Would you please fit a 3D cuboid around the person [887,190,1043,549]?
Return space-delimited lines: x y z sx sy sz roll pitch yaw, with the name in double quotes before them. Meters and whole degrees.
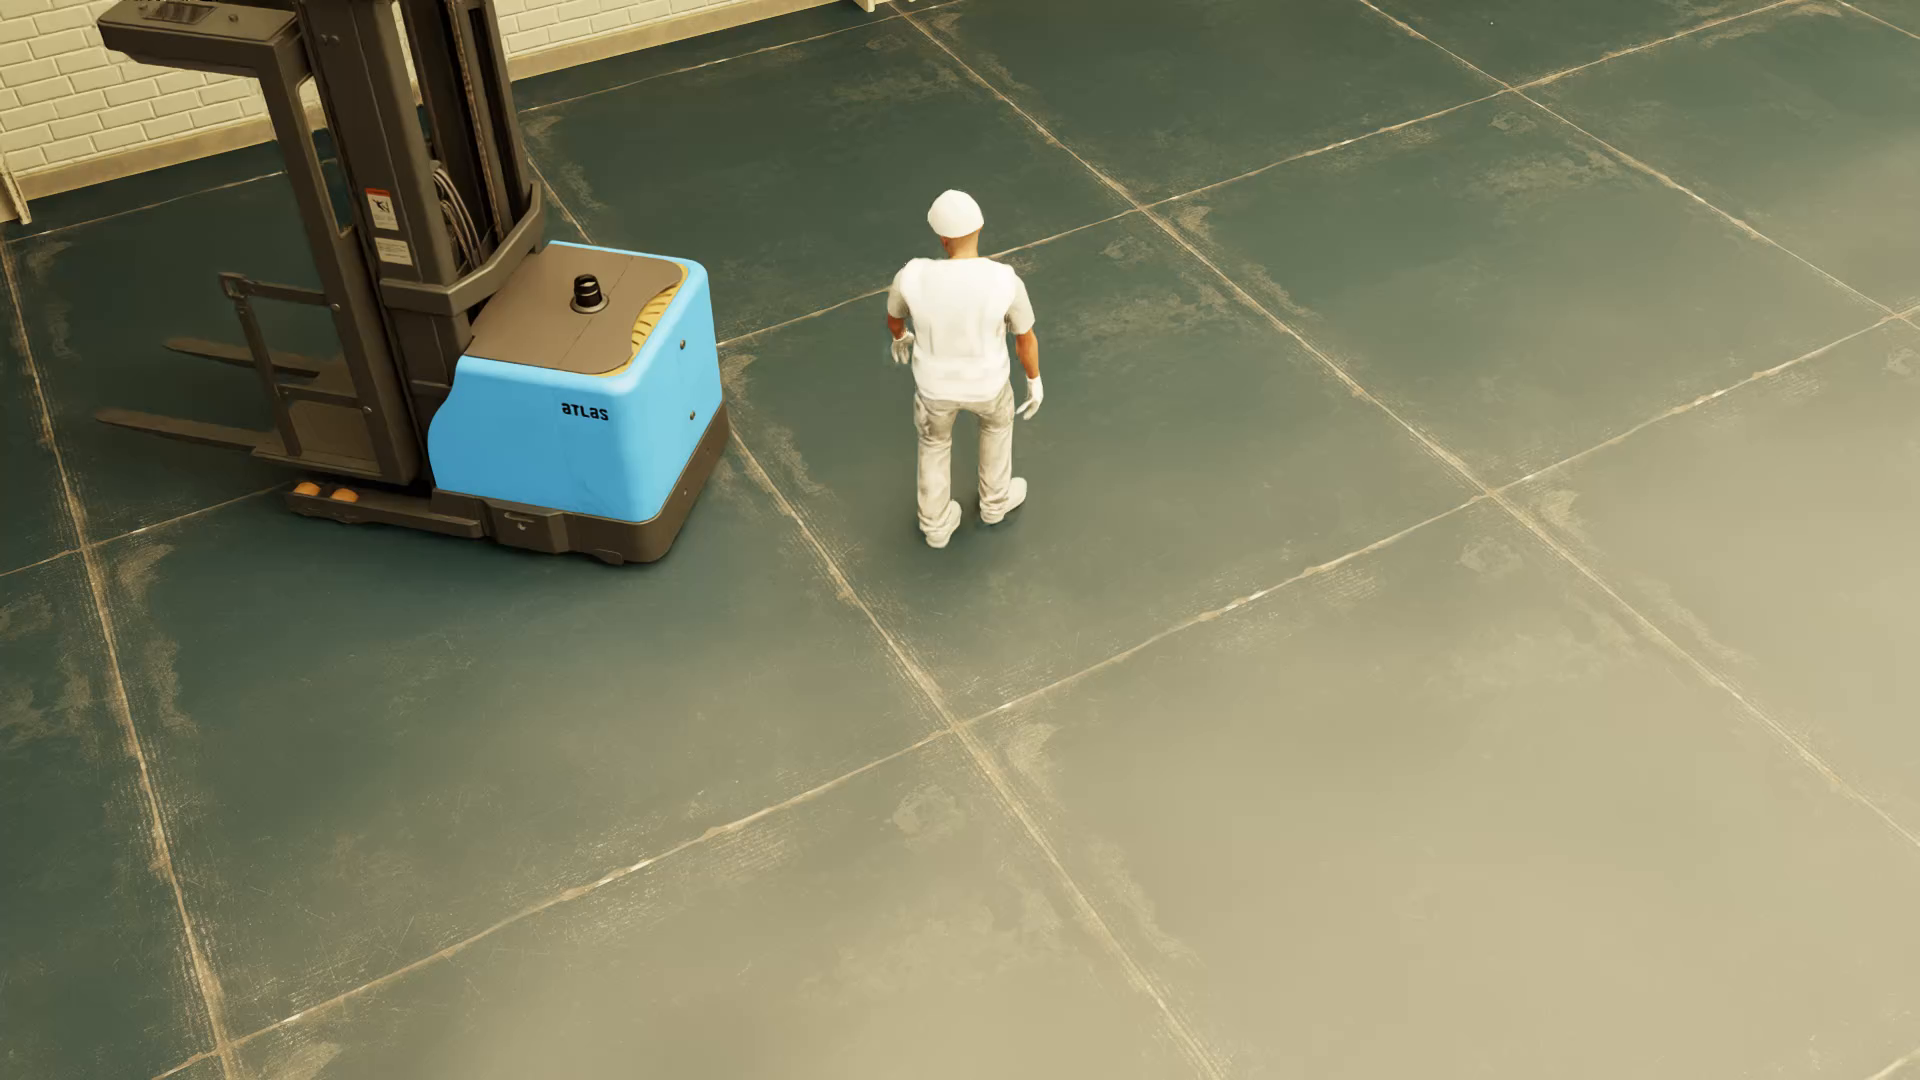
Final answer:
"person" 0.024 -0.760 7.400 0.698 1.752 0.514 2 43 3

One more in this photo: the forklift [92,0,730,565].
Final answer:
"forklift" -2.723 -1.494 7.309 3.031 2.935 1.130 9 44 10
